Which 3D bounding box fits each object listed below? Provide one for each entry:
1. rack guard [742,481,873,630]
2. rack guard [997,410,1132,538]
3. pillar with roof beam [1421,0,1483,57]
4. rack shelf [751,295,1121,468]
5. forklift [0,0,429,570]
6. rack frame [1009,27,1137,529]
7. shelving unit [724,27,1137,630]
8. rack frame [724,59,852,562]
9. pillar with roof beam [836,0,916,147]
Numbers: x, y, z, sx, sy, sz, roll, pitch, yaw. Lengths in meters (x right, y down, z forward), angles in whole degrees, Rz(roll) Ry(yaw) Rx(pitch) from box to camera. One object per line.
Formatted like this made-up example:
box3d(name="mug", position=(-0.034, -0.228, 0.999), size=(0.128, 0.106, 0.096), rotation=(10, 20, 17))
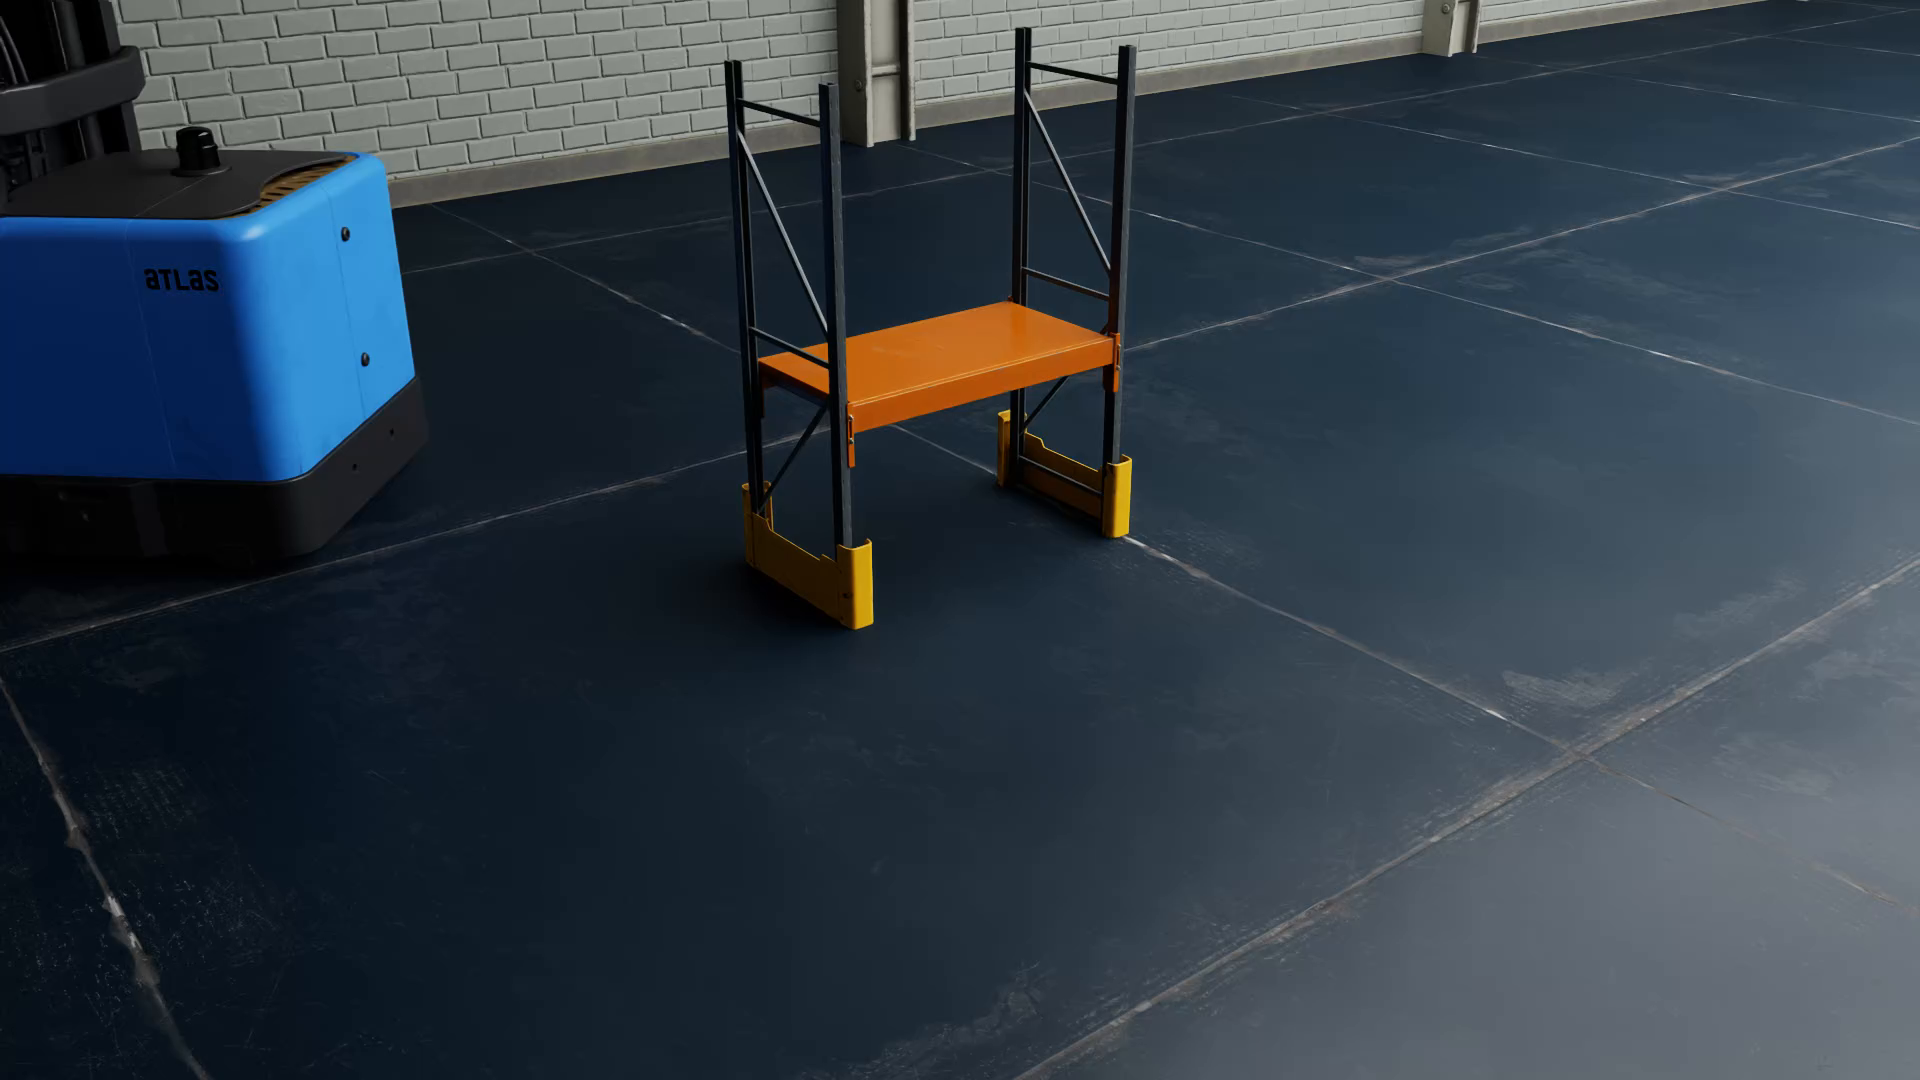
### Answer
box3d(name="rack guard", position=(-0.452, 0.036, 4.876), size=(0.087, 0.250, 0.587), rotation=(-18, 31, -34))
box3d(name="rack guard", position=(0.332, -0.223, 5.433), size=(0.087, 0.250, 0.587), rotation=(-18, 31, -34))
box3d(name="pillar with roof beam", position=(6.840, -6.842, 9.304), size=(0.400, 9.000, 9.100), rotation=(-18, 31, -34))
box3d(name="rack shelf", position=(-0.067, -0.495, 4.962), size=(1.000, 0.185, 0.538), rotation=(-18, 31, -34))
box3d(name="forklift", position=(-3.404, -1.476, 4.949), size=(3.031, 2.935, 1.130), rotation=(2, 25, 4))
box3d(name="rack frame", position=(0.333, -0.790, 5.171), size=(0.032, 1.500, 0.500), rotation=(-18, 31, -34))
box3d(name="shelving unit", position=(-0.060, -0.661, 4.892), size=(1.083, 1.500, 0.587), rotation=(-18, 31, -34))
box3d(name="rack frame", position=(-0.467, -0.526, 4.602), size=(0.032, 1.500, 0.500), rotation=(-18, 31, -34))
box3d(name="pillar with roof beam", position=(2.119, -5.284, 5.945), size=(0.400, 9.000, 9.100), rotation=(-18, 31, -34))
